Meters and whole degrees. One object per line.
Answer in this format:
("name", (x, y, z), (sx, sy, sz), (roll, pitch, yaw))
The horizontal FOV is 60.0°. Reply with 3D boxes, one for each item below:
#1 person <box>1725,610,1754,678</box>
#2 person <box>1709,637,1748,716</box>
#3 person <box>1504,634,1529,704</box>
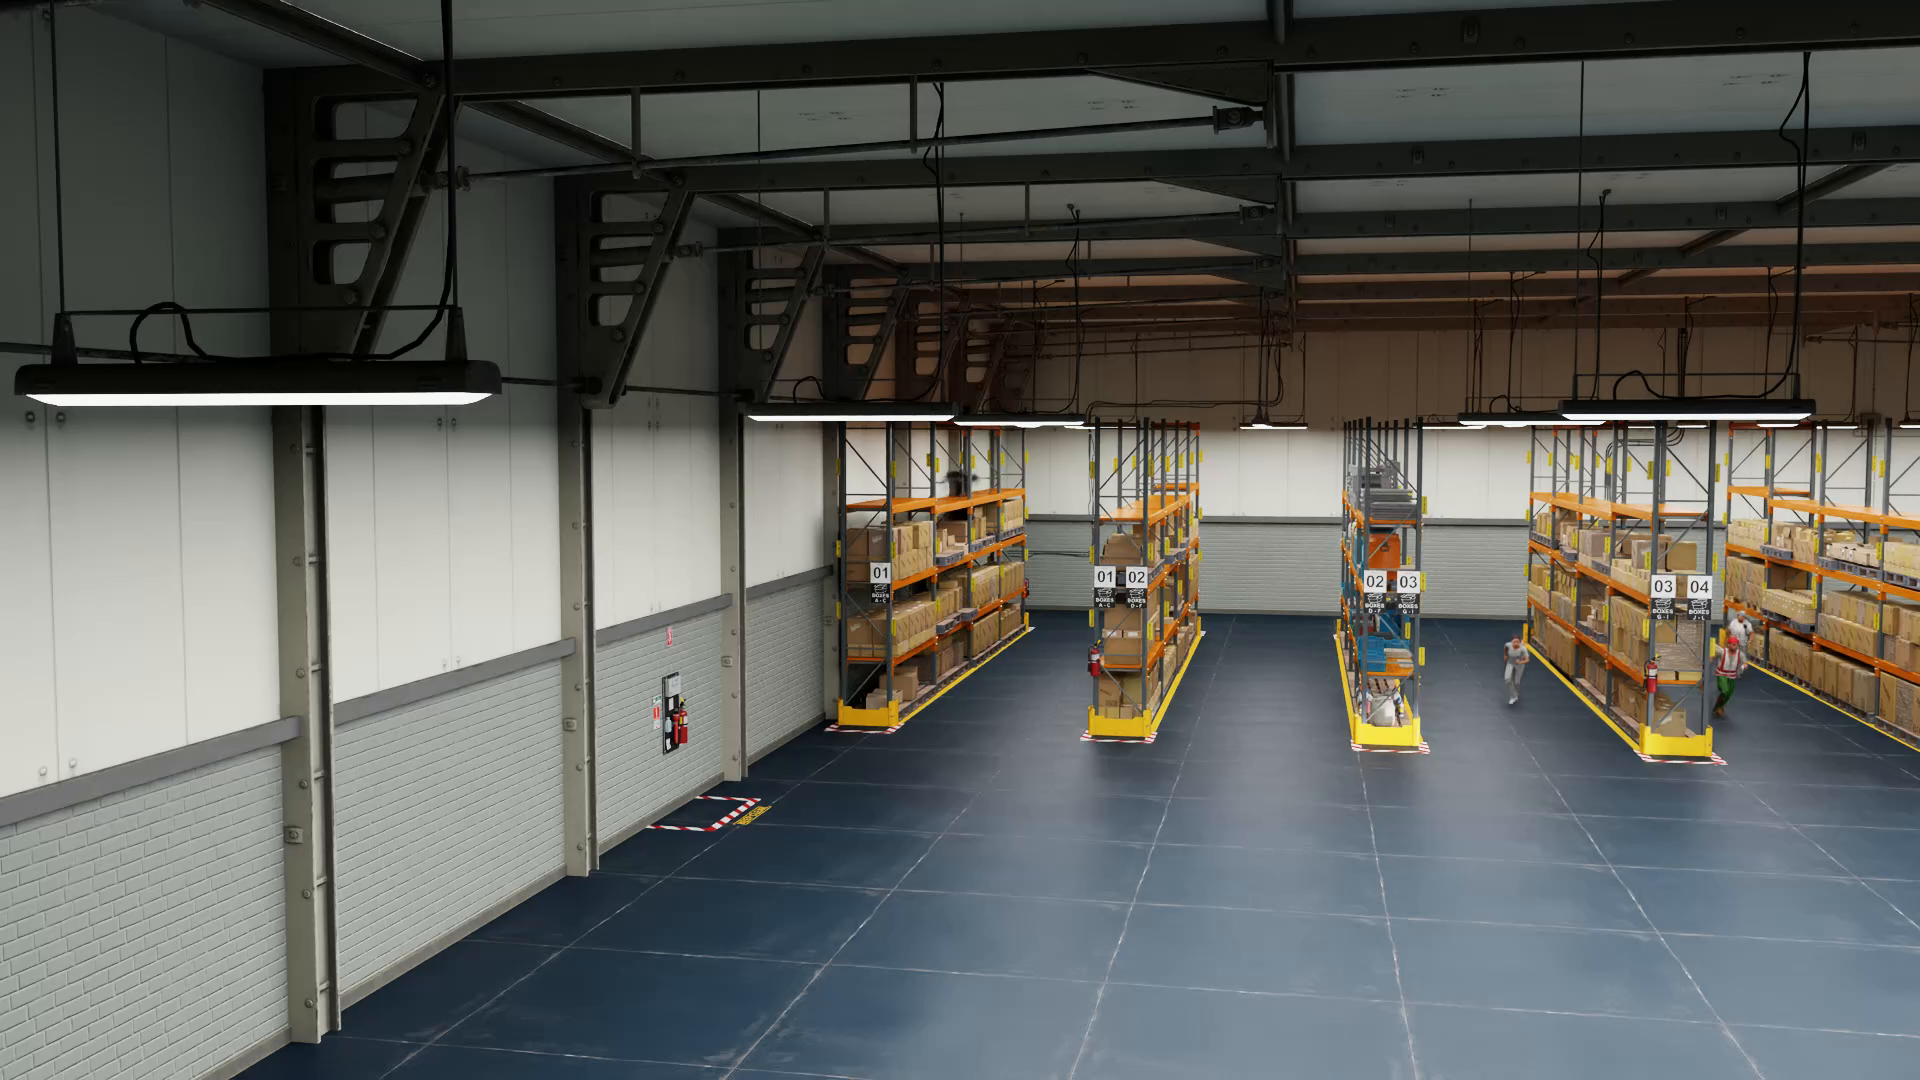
("person", (18.036, 2.419, 38.457), (0.596, 1.618, 0.752), (2, 4, 24))
("person", (15.287, 2.727, 33.143), (0.684, 1.648, 0.964), (0, 4, 0))
("person", (11.744, 2.691, 35.094), (0.550, 1.483, 1.071), (2, 4, 24))
